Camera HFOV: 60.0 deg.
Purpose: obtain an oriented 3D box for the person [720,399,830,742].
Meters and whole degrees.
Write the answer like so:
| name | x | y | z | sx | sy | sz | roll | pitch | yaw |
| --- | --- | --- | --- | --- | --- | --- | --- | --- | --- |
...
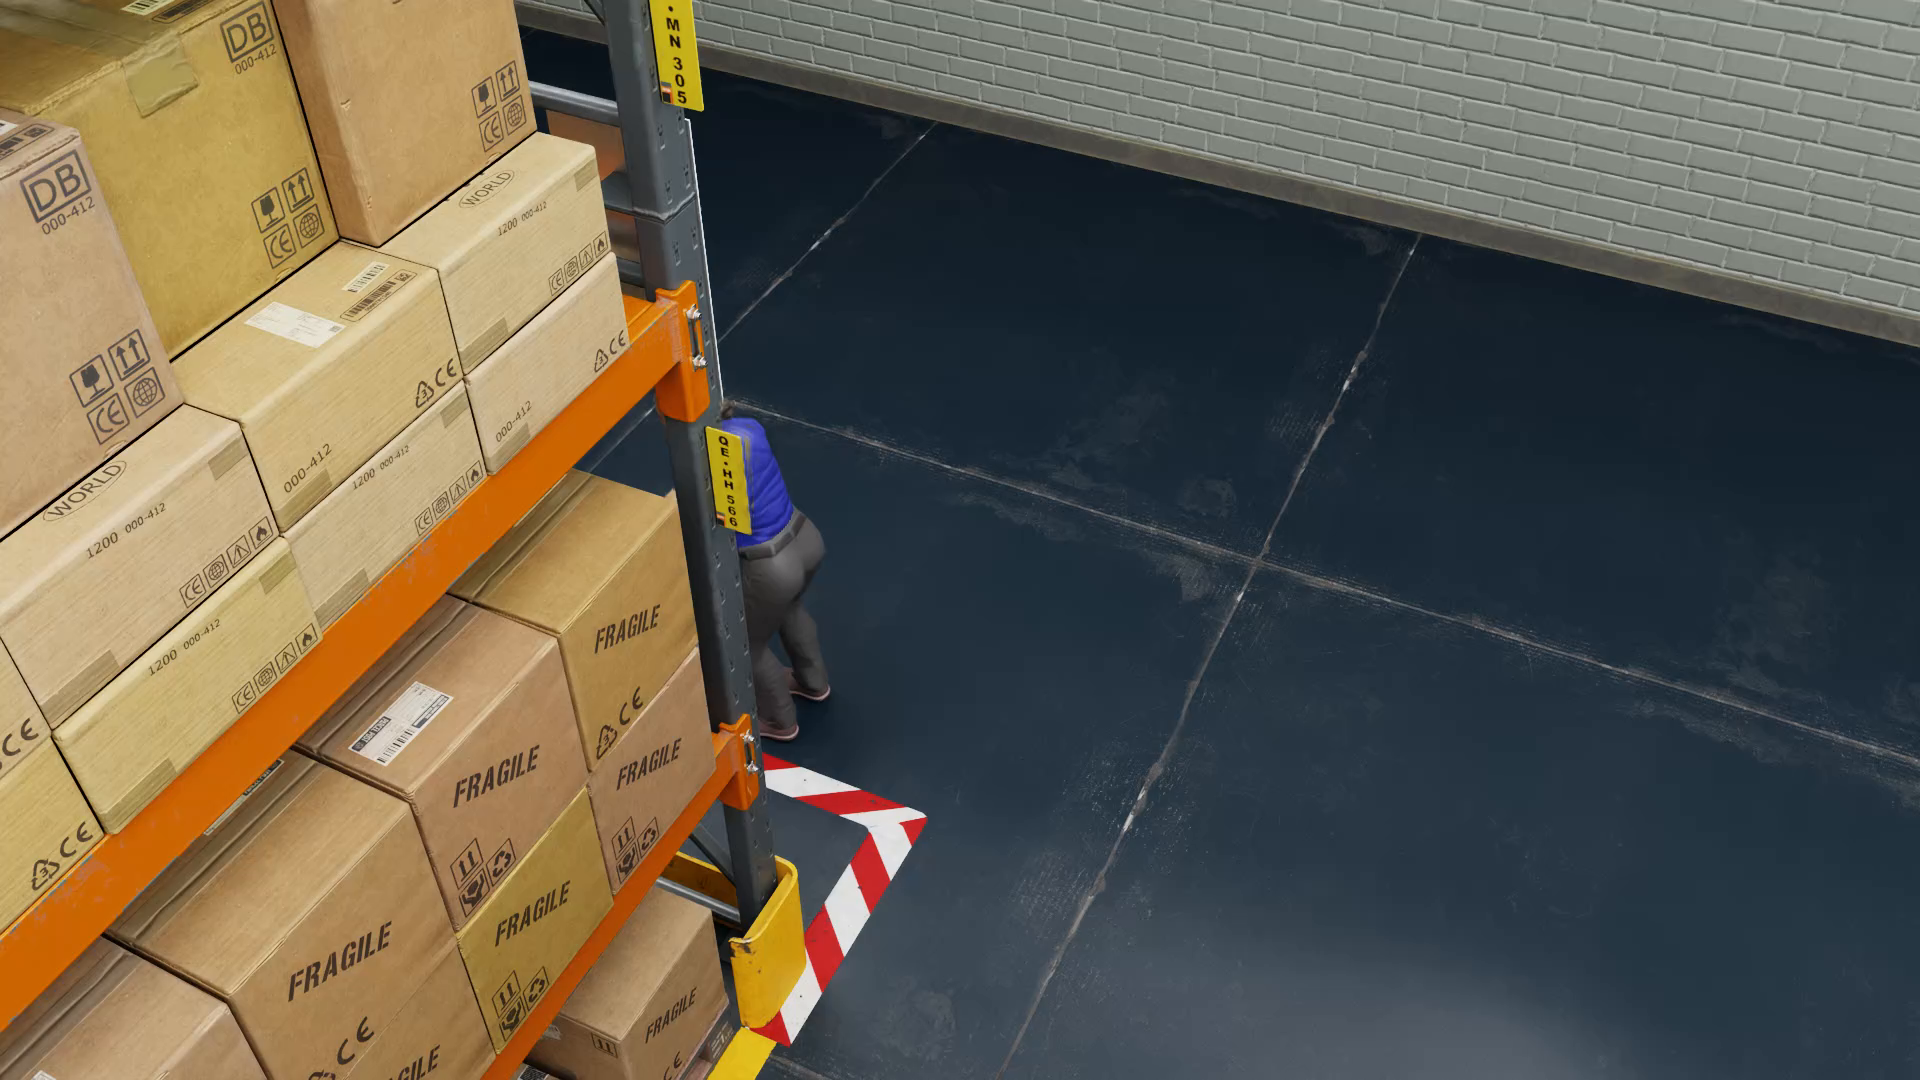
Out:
| name | x | y | z | sx | sy | sz | roll | pitch | yaw |
| --- | --- | --- | --- | --- | --- | --- | --- | --- | --- |
| person | -0.795 | 0.064 | 6.145 | 0.561 | 1.599 | 0.412 | 17 | 45 | 18 |
